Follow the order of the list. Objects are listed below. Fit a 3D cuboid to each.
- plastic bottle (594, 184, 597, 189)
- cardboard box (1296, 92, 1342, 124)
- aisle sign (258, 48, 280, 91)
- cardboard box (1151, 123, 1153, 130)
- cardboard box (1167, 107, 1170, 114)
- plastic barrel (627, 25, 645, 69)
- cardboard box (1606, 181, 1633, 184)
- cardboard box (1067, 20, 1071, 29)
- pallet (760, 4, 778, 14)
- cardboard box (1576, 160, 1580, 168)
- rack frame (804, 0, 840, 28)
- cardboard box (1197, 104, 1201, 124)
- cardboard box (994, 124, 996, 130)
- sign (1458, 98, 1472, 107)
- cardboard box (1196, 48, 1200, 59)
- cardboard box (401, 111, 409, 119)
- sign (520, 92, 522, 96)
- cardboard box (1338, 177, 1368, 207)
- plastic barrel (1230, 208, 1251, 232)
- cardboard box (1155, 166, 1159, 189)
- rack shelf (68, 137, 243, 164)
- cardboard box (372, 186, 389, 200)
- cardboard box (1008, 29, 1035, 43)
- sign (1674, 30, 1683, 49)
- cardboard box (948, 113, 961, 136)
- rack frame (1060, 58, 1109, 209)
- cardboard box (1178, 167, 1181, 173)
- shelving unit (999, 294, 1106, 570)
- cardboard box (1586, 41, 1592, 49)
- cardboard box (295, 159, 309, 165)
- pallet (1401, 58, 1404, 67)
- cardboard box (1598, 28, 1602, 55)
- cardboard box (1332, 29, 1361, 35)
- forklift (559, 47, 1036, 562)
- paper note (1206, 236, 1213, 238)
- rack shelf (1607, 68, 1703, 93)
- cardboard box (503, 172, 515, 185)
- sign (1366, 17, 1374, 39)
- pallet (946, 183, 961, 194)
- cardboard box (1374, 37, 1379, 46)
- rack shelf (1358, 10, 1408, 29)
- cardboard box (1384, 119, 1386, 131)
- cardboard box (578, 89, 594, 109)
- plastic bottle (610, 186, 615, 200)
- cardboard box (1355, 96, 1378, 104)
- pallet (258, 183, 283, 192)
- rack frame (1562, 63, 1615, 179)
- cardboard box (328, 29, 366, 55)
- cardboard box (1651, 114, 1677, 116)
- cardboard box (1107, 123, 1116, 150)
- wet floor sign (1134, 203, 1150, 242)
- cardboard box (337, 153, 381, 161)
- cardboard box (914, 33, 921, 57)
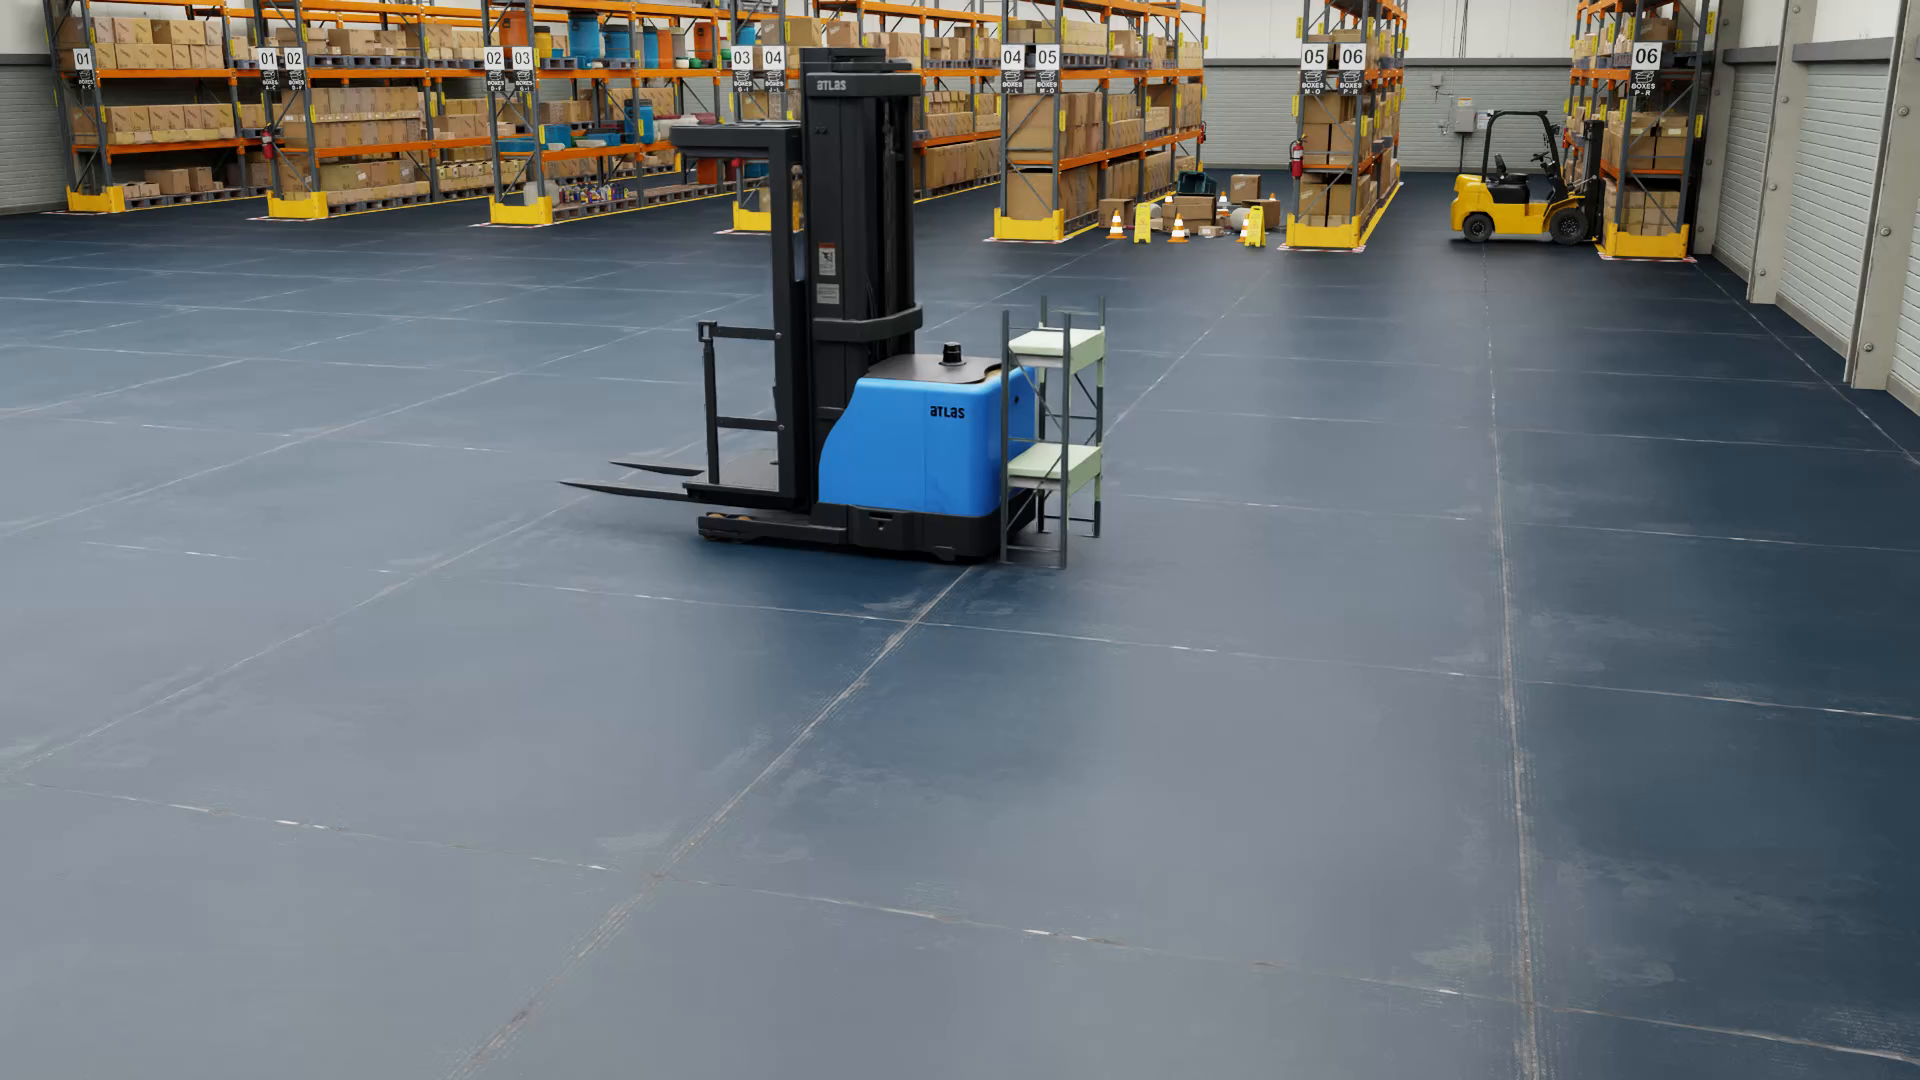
[{"bbox_3d":[-7.660,-7.333,34.879,0.097,0.271,0.097,0,16,0],"label":"plastic bottle"},{"bbox_3d":[5.900,-7.107,27.328,0.700,0.500,0.500,4,16,15],"label":"cardboard box"},{"bbox_3d":[-13.334,-9.078,32.074,0.394,0.787,0.004,5,16,16],"label":"aisle sign"},{"bbox_3d":[4.085,-9.199,36.954,0.380,0.149,0.250,5,17,18],"label":"cardboard box"},{"bbox_3d":[4.673,-10.028,38.789,0.380,0.149,0.250,5,17,18],"label":"cardboard box"},{"bbox_3d":[-7.027,-10.488,35.395,0.600,0.901,0.600,0,16,0],"label":"plastic barrel"},{"bbox_3d":[11.138,-5.941,28.214,0.500,0.250,0.500,5,17,18],"label":"cardboard box"},{"bbox_3d":[1.662,-8.726,28.145,0.380,0.149,0.250,5,17,16],"label":"cardboard box"},{"bbox_3d":[-5.081,-12.960,40.610,1.003,0.211,1.213,5,16,16],"label":"pallet"},{"bbox_3d":[13.778,-8.278,36.640,0.380,0.149,0.250,5,17,19],"label":"cardboard box"},{"bbox_3d":[-3.739,-14.509,44.991,1.000,3.000,0.127,5,16,16],"label":"rack frame"},{"bbox_3d":[5.856,-10.881,42.467,0.500,0.500,0.500,5,17,17],"label":"cardboard box"},{"bbox_3d":[0.718,-10.531,42.420,0.380,0.149,0.250,4,16,14],"label":"cardboard box"},{"bbox_3d":[14.070,-12.202,46.338,0.339,0.242,0.001,5,16,16],"label":"sign"},{"bbox_3d":[5.706,-12.165,41.583,0.500,0.250,0.500,4,16,14],"label":"cardboard box"},{"bbox_3d":[-11.913,-9.007,35.217,0.380,0.149,0.250,4,16,14],"label":"cardboard box"},{"bbox_3d":[-12.721,-13.016,48.167,0.100,0.325,0.005,5,16,16],"label":"sign"},{"bbox_3d":[6.904,-6.128,29.333,0.500,0.500,0.500,6,17,19],"label":"cardboard box"},{"bbox_3d":[5.100,-5.703,29.659,0.421,0.421,0.512,-10,19,-32],"label":"plastic barrel"},{"bbox_3d":[4.190,-8.166,37.433,0.500,0.500,0.500,4,16,14],"label":"cardboard box"},{"bbox_3d":[-17.216,-8.382,35.703,1.077,0.370,4.000,5,16,16],"label":"rack shelf"},{"bbox_3d":[-12.240,-7.216,34.544,0.500,0.250,0.500,5,16,16],"label":"cardboard box"},{"bbox_3d":[1.061,-8.555,28.275,0.500,0.250,0.500,5,17,17],"label":"cardboard box"},{"bbox_3d":[12.394,-8.634,28.683,0.100,0.325,0.005,5,16,16],"label":"sign"},{"bbox_3d":[-0.287,-9.831,39.308,0.500,0.500,0.500,4,16,15],"label":"cardboard box"},{"bbox_3d":[2.327,-7.688,31.937,1.000,3.000,0.127,5,16,16],"label":"rack frame"},{"bbox_3d":[5.211,-9.105,40.843,0.380,0.149,0.250,5,17,18],"label":"cardboard box"},{"bbox_3d":[0.556,-0.661,9.910,0.431,1.500,0.755,6,17,19],"label":"shelving unit"},{"bbox_3d":[13.248,-10.304,34.624,0.380,0.149,0.250,5,17,16],"label":"cardboard box"},{"bbox_3d":[-16.037,-8.857,39.832,0.700,0.500,0.500,5,16,16],"label":"cardboard box"},{"bbox_3d":[10.311,-11.676,40.662,1.003,0.211,1.213,5,16,16],"label":"pallet"},{"bbox_3d":[12.559,-9.564,31.918,0.500,0.500,0.500,5,17,16],"label":"cardboard box"},{"bbox_3d":[7.144,-9.306,30.732,0.500,0.250,0.500,5,17,17],"label":"cardboard box"},{"bbox_3d":[-1.090,-1.515,10.299,3.031,2.935,1.130,6,17,20],"label":"forklift"},{"bbox_3d":[4.325,-5.257,28.809,0.148,0.019,0.142,-1,16,-3],"label":"paper note"},{"bbox_3d":[11.293,-7.520,27.168,1.077,0.370,4.000,5,16,16],"label":"rack shelf"},{"bbox_3d":[-10.819,-8.502,39.078,0.500,0.250,0.500,4,16,15],"label":"cardboard box"},{"bbox_3d":[6.485,-8.106,26.311,0.100,0.325,0.005,5,16,16],"label":"sign"},{"bbox_3d":[-0.618,-8.323,39.285,1.003,0.211,1.213,5,16,16],"label":"pallet"},{"bbox_3d":[7.113,-8.723,29.090,0.380,0.149,0.250,5,17,18],"label":"cardboard box"},{"bbox_3d":[9.943,-12.295,39.235,1.077,0.370,4.000,5,16,16],"label":"rack shelf"},{"bbox_3d":[8.619,-8.659,34.719,0.500,0.250,0.500,5,16,15],"label":"cardboard box"},{"bbox_3d":[-9.728,-11.643,43.865,0.500,0.500,0.500,5,17,16],"label":"cardboard box"},{"bbox_3d":[-7.116,-7.101,34.040,0.061,0.283,0.133,6,17,20],"label":"plastic bottle"},{"bbox_3d":[7.784,-8.424,31.845,0.380,0.149,0.250,6,17,19],"label":"cardboard box"},{"bbox_3d":[-16.083,-8.434,39.677,1.003,0.211,1.213,5,16,16],"label":"pallet"},{"bbox_3d":[15.272,-10.086,40.392,1.000,3.000,0.127,5,16,16],"label":"rack frame"},{"bbox_3d":[-12.300,-9.996,33.367,0.500,0.500,0.500,5,16,16],"label":"cardboard box"},{"bbox_3d":[11.492,-6.877,27.162,0.380,0.149,0.250,5,17,16],"label":"cardboard box"},{"bbox_3d":[2.734,-7.853,32.335,0.500,0.500,0.500,5,17,16],"label":"cardboard box"},{"bbox_3d":[3.080,-5.348,28.001,0.267,0.644,0.232,2,16,6],"label":"wet floor sign"},{"bbox_3d":[-15.176,-9.648,42.017,0.750,0.750,0.750,4,16,15],"label":"cardboard box"},{"bbox_3d":[-1.159,-10.733,36.077,0.500,0.500,0.500,5,17,17],"label":"cardboard box"}]
